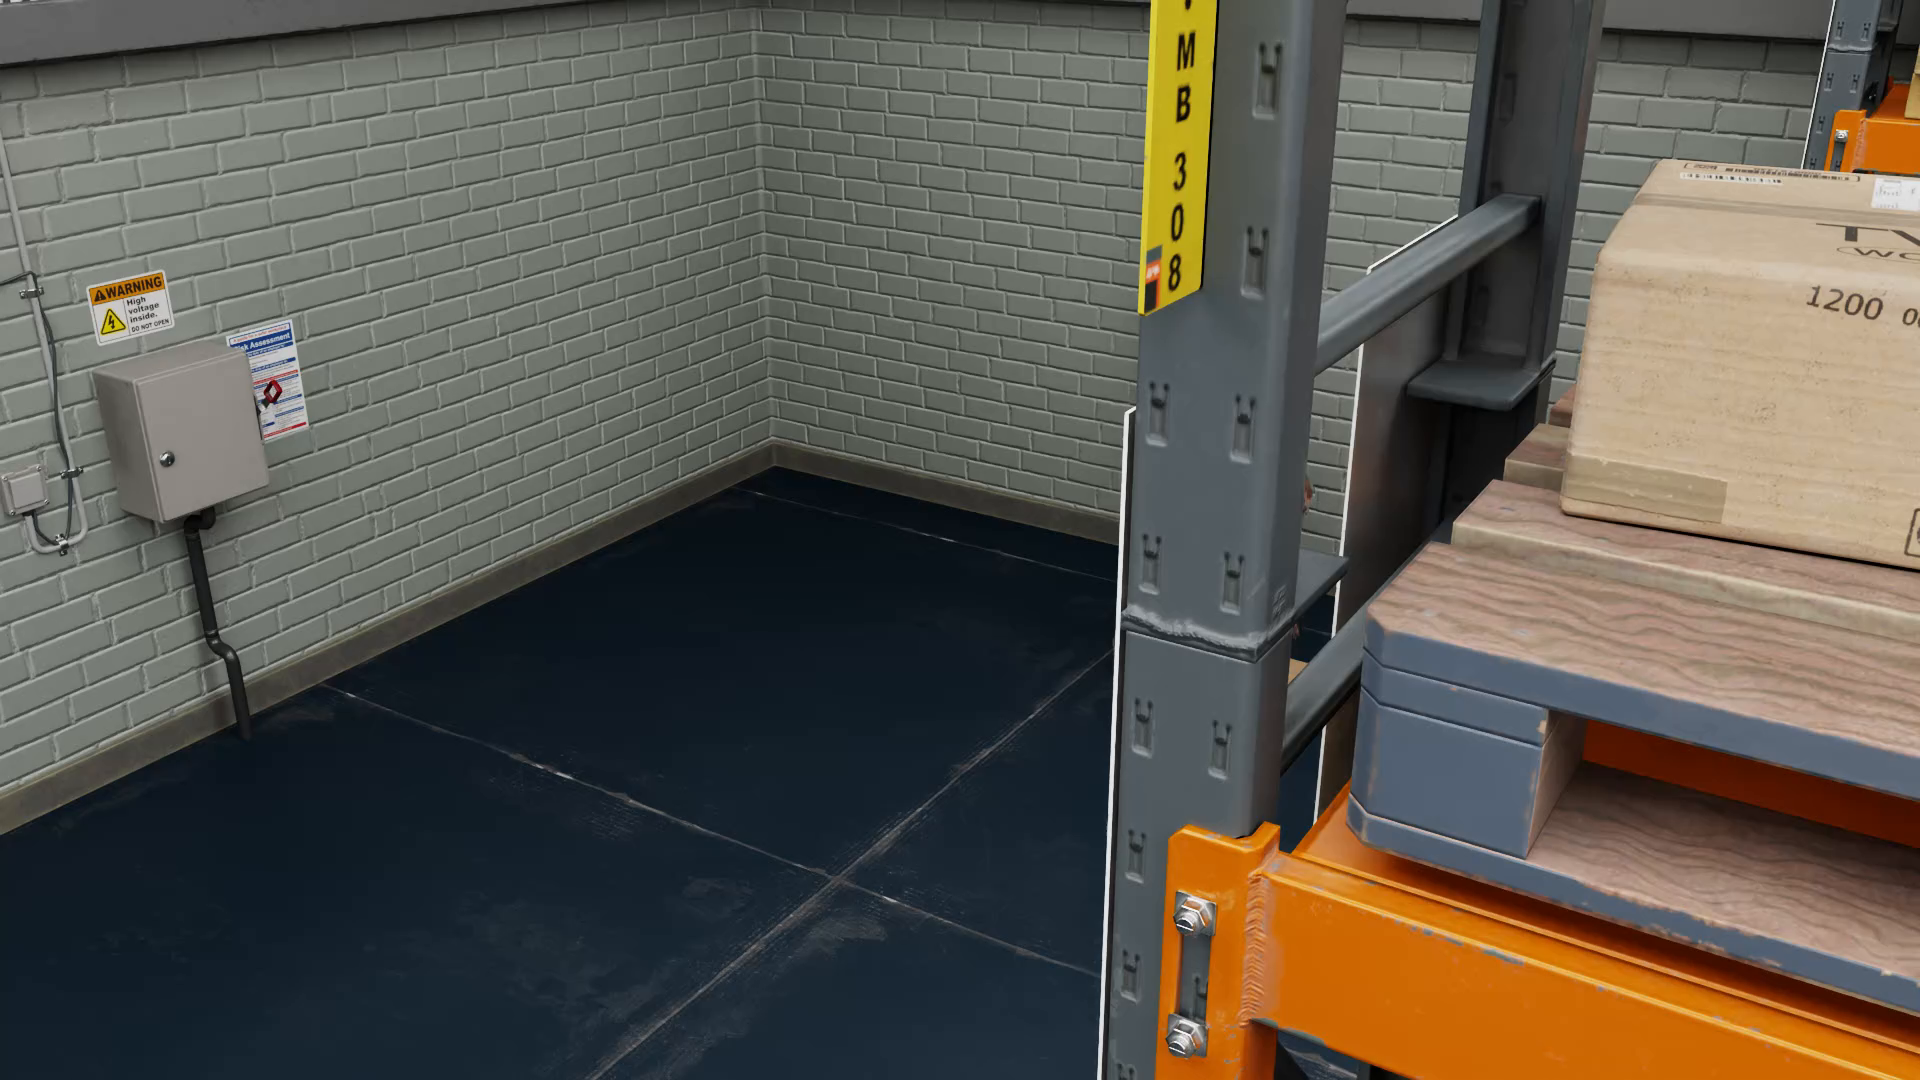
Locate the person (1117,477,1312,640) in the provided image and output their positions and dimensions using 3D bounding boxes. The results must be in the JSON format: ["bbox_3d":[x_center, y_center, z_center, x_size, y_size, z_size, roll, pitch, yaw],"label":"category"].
[{"bbox_3d":[1.132,0.184,7.416,0.814,1.161,0.578,14,27,29],"label":"person"}]
